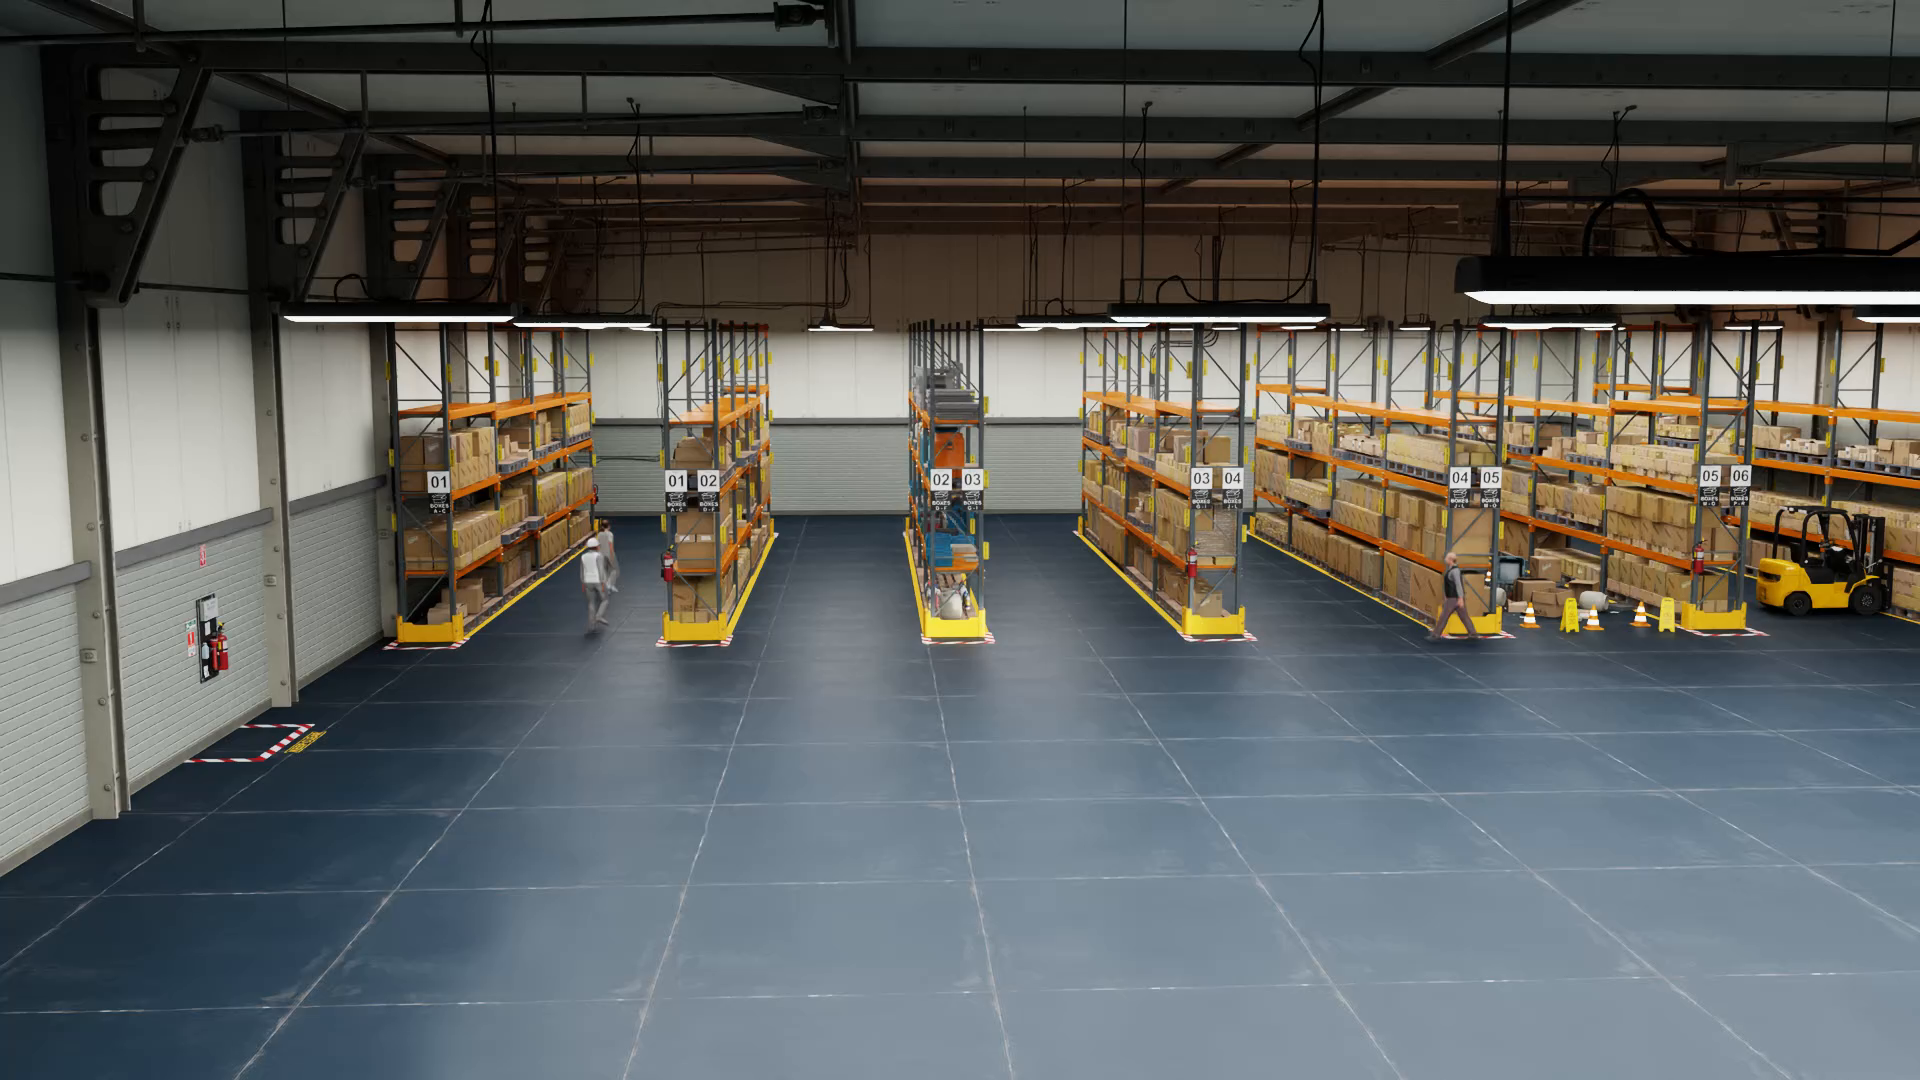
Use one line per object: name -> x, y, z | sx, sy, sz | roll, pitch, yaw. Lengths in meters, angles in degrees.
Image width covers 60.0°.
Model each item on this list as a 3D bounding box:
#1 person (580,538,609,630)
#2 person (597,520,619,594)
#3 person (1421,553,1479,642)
person -> -7.126, 0.845, 32.394 | 0.580, 1.762, 0.519 | 1, 7, 6
person -> -7.756, 0.379, 36.528 | 0.506, 1.646, 0.483 | 1, 7, 8
person -> 9.150, 1.059, 30.937 | 1.021, 1.654, 0.568 | 3, 8, 22
